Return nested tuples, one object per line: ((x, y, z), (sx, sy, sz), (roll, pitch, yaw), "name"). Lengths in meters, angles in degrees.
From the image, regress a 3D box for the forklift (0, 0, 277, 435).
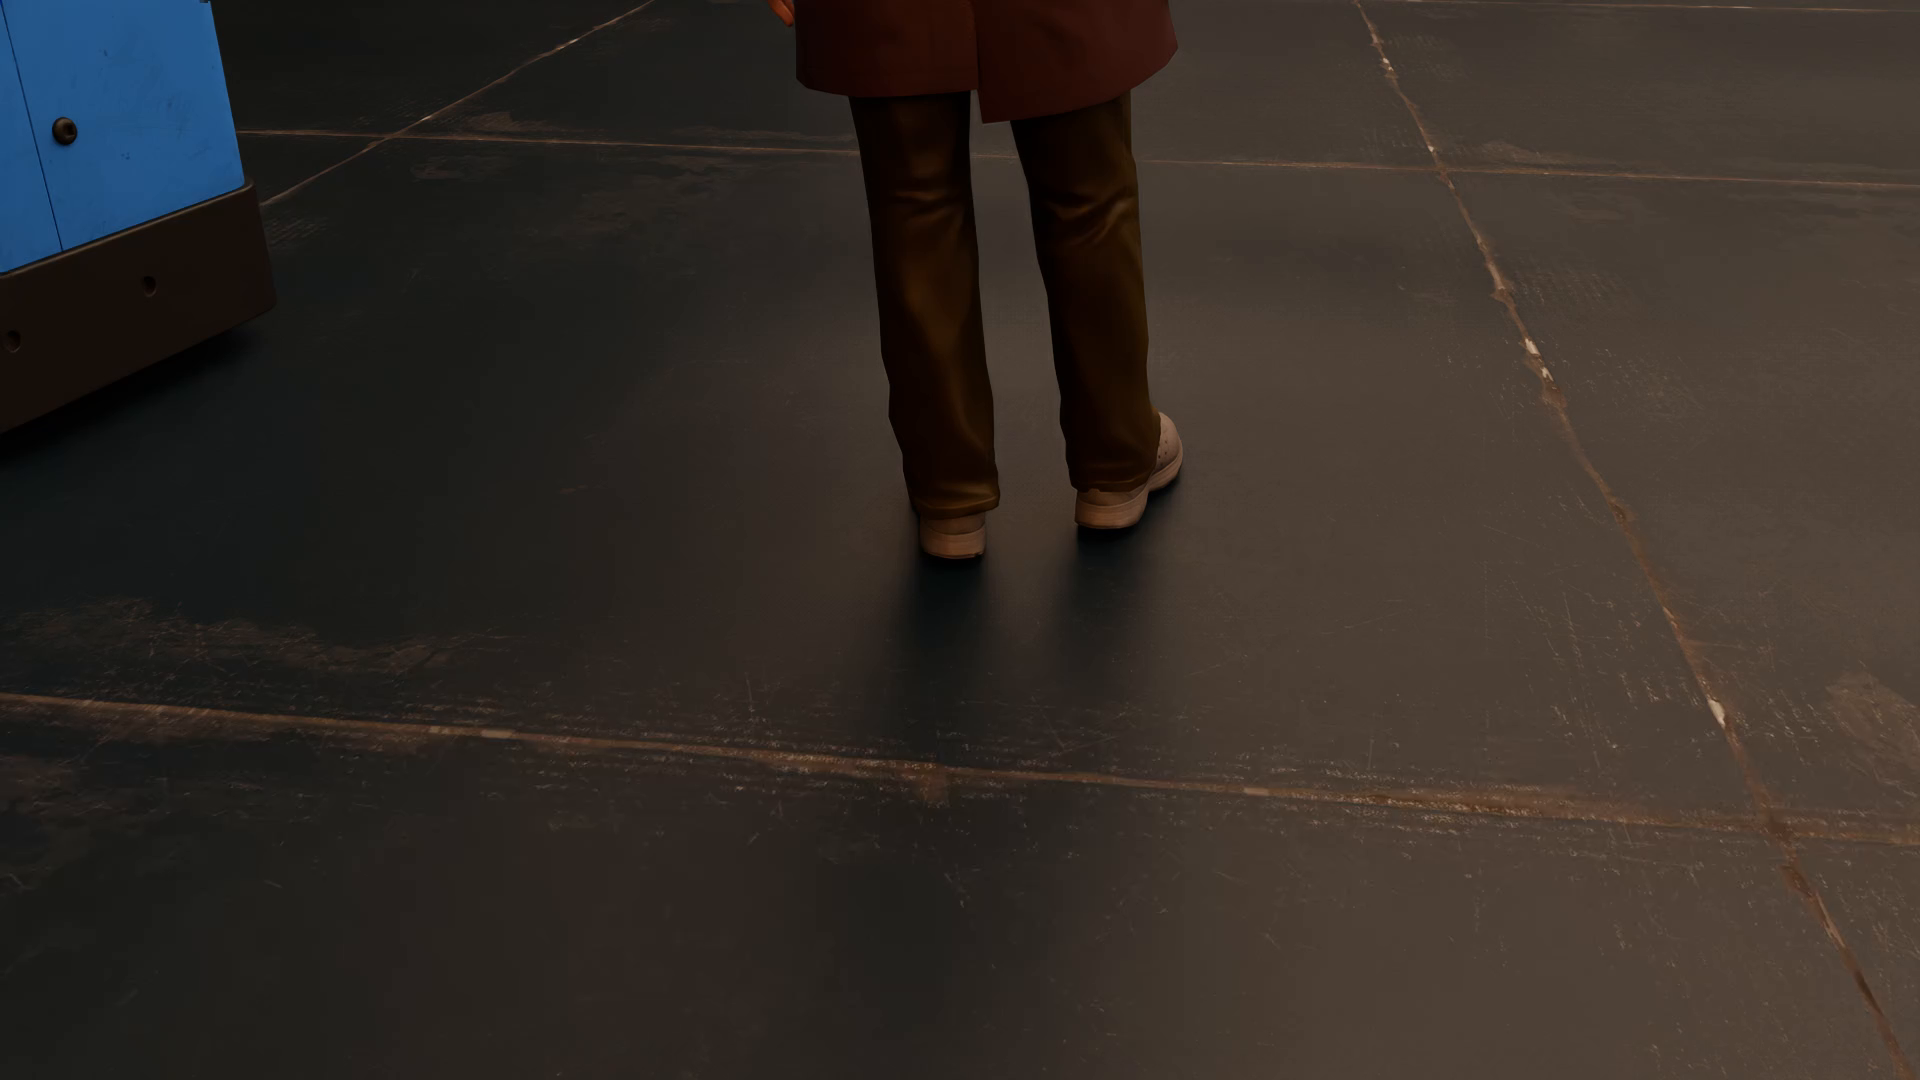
((-2.914, -1.719, 2.662), (3.031, 2.935, 1.130), (8, 28, 16), "forklift")

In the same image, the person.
((0.016, -0.843, 2.181), (0.698, 1.778, 0.579), (3, 27, 7), "person")
